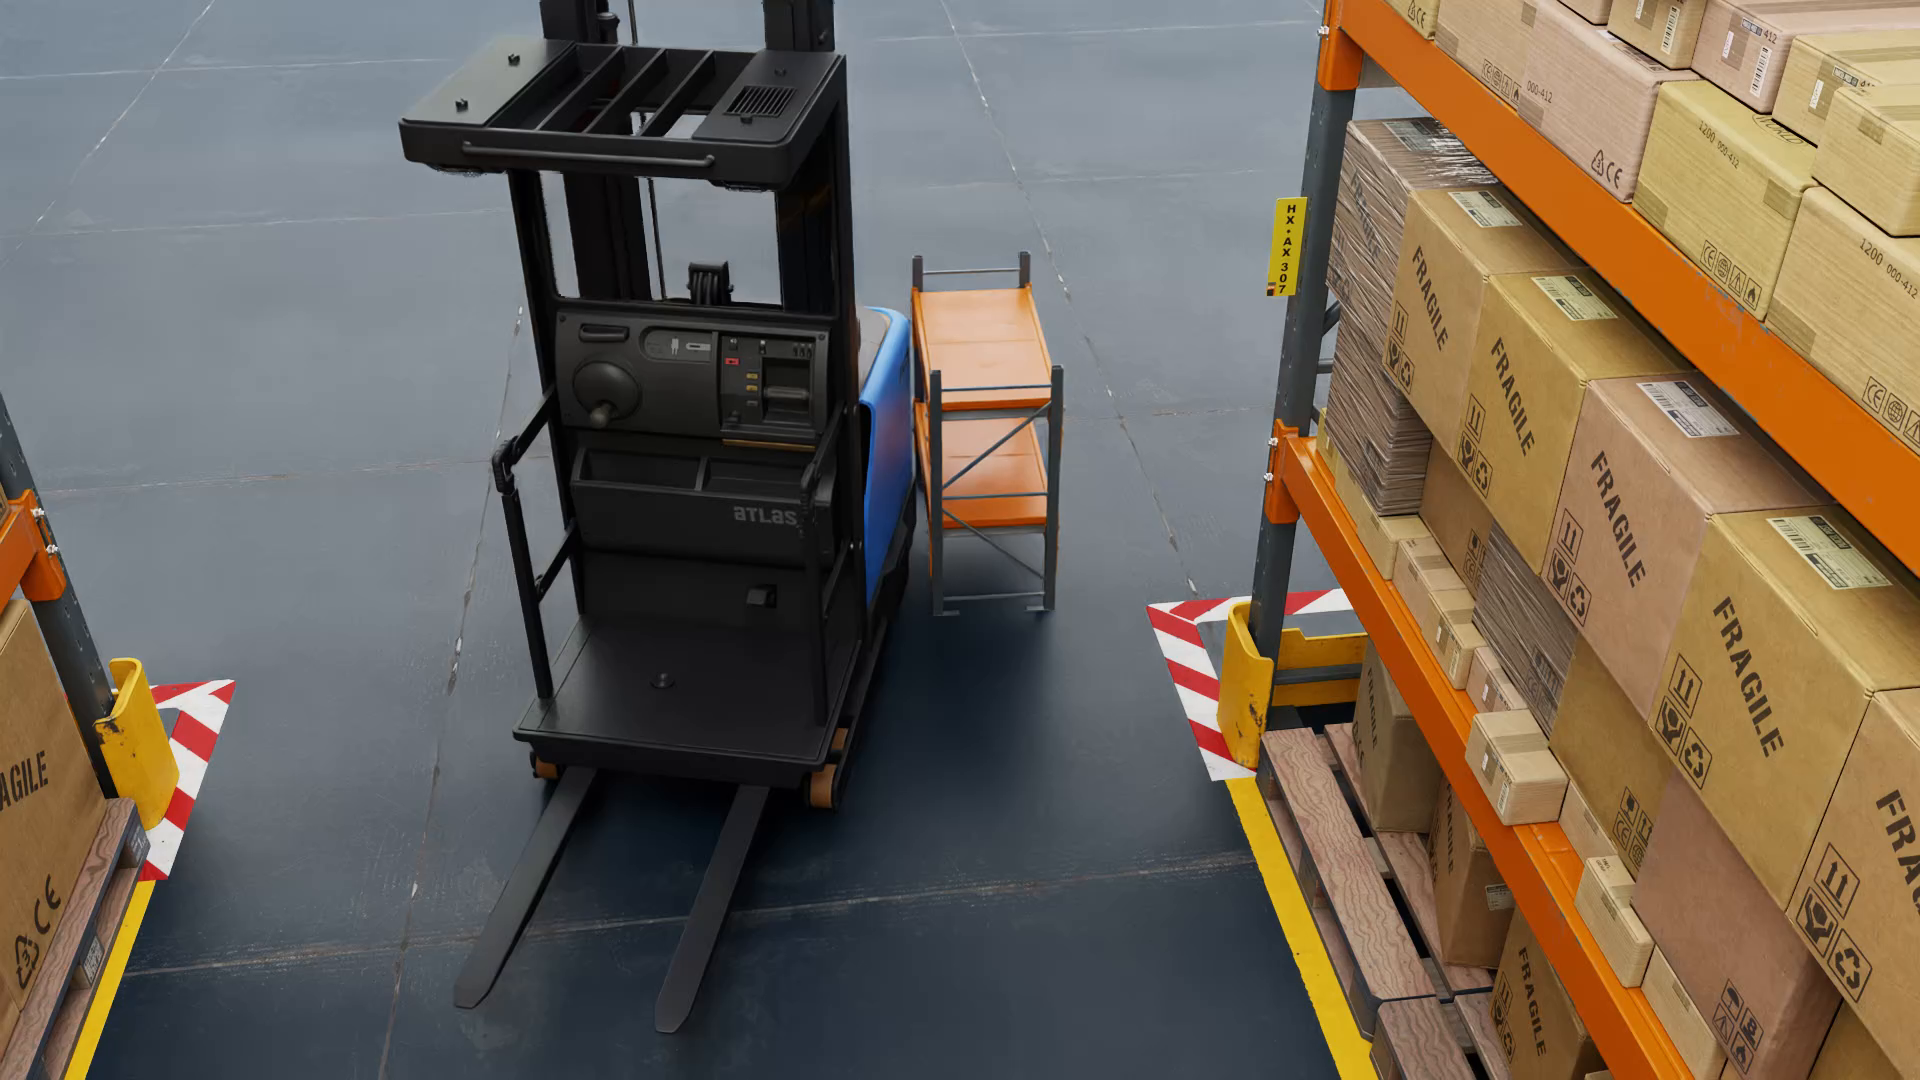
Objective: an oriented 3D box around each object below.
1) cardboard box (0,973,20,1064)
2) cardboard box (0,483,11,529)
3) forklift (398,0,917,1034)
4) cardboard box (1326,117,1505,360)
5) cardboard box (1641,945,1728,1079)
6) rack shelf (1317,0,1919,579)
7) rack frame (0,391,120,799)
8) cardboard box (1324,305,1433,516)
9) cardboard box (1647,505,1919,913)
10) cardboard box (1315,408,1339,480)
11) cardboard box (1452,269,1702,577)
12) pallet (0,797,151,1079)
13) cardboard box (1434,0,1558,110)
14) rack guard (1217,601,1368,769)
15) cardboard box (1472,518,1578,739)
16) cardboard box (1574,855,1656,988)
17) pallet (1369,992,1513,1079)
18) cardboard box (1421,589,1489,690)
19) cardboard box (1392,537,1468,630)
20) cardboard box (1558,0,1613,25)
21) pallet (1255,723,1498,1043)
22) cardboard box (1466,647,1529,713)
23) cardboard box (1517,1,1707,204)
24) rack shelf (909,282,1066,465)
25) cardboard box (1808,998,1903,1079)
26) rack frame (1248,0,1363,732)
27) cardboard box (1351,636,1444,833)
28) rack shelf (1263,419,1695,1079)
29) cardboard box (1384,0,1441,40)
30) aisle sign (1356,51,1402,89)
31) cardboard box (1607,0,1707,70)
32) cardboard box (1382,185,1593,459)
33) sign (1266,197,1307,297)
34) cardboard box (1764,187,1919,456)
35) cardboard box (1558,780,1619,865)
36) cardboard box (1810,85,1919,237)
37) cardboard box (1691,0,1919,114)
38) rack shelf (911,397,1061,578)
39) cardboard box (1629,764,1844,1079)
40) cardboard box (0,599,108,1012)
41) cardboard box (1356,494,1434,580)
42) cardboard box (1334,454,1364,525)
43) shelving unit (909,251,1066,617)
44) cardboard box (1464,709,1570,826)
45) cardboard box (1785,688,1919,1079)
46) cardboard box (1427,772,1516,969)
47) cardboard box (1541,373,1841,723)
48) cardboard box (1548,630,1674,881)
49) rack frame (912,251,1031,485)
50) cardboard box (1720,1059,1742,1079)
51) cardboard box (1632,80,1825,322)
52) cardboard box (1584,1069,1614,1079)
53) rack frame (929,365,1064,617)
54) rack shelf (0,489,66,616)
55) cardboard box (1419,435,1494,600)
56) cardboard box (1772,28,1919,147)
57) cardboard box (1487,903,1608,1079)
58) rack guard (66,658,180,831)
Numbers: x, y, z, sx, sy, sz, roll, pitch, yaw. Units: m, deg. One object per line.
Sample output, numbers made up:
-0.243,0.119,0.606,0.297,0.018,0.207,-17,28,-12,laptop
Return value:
-3.101,1.300,4.193,0.875,0.875,0.875,-5,35,-7,cardboard box
-3.283,-0.127,4.640,0.875,0.550,0.550,-4,35,-6,cardboard box
-0.921,-0.481,5.353,1.130,2.935,3.031,5,35,7,forklift
1.354,-0.838,4.575,0.500,0.500,0.500,-4,35,-6,cardboard box
1.649,0.949,3.417,0.380,0.149,0.250,-4,35,-6,cardboard box
1.820,-0.414,3.170,1.077,0.370,4.000,-4,35,-6,rack shelf
-3.378,-0.269,4.981,1.000,3.000,0.127,-4,35,-6,rack frame
1.597,-0.443,4.884,0.875,0.500,0.500,-4,35,-6,cardboard box
1.620,0.278,2.937,0.500,0.500,0.500,-4,35,-6,cardboard box
1.353,-0.307,5.260,0.380,0.149,0.250,-4,35,-6,cardboard box
1.483,-0.280,3.756,0.500,0.500,0.500,-4,35,-6,cardboard box
-3.193,1.324,5.120,1.003,0.211,1.213,-4,35,-6,pallet
1.435,-1.190,3.802,0.500,0.250,0.500,-5,35,-7,cardboard box
1.561,0.487,6.091,1.175,0.500,0.348,-4,35,-6,rack guard
1.808,0.109,4.074,0.875,0.500,0.500,-4,35,-6,cardboard box
1.581,0.812,3.618,0.380,0.149,0.250,-4,35,-6,cardboard box
1.796,1.742,4.507,1.003,0.211,1.213,-4,35,-6,pallet
1.467,0.252,4.439,0.380,0.149,0.250,-4,35,-6,cardboard box
1.440,0.112,4.645,0.380,0.149,0.250,-4,35,-6,cardboard box
1.448,-1.182,3.437,0.380,0.149,0.250,-4,35,-7,cardboard box
1.635,1.063,5.503,1.003,0.211,1.213,-4,35,-6,pallet
1.527,0.390,4.237,0.380,0.149,0.250,-4,35,-6,cardboard box
1.497,-0.913,3.396,0.500,0.250,0.500,-4,35,-7,cardboard box
0.092,-0.697,6.754,0.538,0.278,1.000,-3,34,-4,rack shelf
2.057,0.942,2.851,0.875,0.500,0.500,-4,35,-6,cardboard box
1.551,-0.588,5.449,1.000,3.000,0.127,-4,35,-6,rack frame
1.618,0.621,5.522,0.500,0.500,0.500,2,34,2,cardboard box
1.820,0.825,4.014,1.077,0.370,4.000,-4,35,-6,rack shelf
1.359,-1.477,4.224,0.500,0.250,0.500,-3,34,-5,cardboard box
1.245,-1.674,4.735,0.394,0.787,0.004,-4,35,-6,aisle sign
1.500,-1.031,3.215,0.380,0.149,0.250,-6,35,-9,cardboard box
1.415,-0.558,4.165,0.500,0.500,0.500,-4,35,-6,cardboard box
1.013,-0.905,5.145,0.100,0.325,0.005,-4,35,-6,sign
1.635,-0.344,2.561,0.500,0.250,0.500,-5,35,-7,cardboard box
1.623,0.667,3.831,0.380,0.149,0.250,-4,35,-6,cardboard box
1.576,-0.593,2.572,0.380,0.149,0.250,-3,34,-4,cardboard box
1.579,-0.895,3.016,0.380,0.149,0.250,-5,35,-7,cardboard box
0.092,-0.253,7.056,0.538,0.278,1.000,-3,34,-4,rack shelf
1.890,0.671,3.249,0.875,0.500,0.500,-4,35,-6,cardboard box
-3.221,0.809,4.913,0.875,0.875,0.875,-4,34,-6,cardboard box
1.386,-0.026,4.847,0.380,0.149,0.250,-4,35,-6,cardboard box
1.367,-0.166,5.053,0.380,0.149,0.250,-4,35,-6,cardboard box
0.092,-0.455,6.919,0.538,1.125,1.048,-3,34,-4,shelving unit
1.458,0.537,4.021,0.380,0.149,0.250,-4,35,-6,cardboard box
1.687,0.557,2.528,0.500,0.500,0.500,-4,35,-6,cardboard box
1.732,0.952,5.036,0.500,0.500,0.500,4,35,6,cardboard box
1.557,-0.001,3.347,0.500,0.500,0.500,-4,35,-6,cardboard box
1.864,0.389,3.663,0.875,0.500,0.500,-4,35,-6,cardboard box
0.048,-0.740,7.337,0.500,1.125,0.032,-3,34,-4,rack frame
1.723,1.085,3.217,0.380,0.149,0.250,-4,35,-6,cardboard box
1.572,-0.623,2.970,0.500,0.250,0.500,-3,34,-5,cardboard box
1.828,1.618,4.059,0.500,0.500,0.500,-7,35,-11,cardboard box
0.137,-0.170,6.500,0.500,1.125,0.032,-3,34,-4,rack frame
-3.109,1.144,3.546,1.077,0.370,4.000,-4,35,-6,rack shelf
1.783,-0.173,4.488,0.875,0.500,0.500,-4,35,-6,cardboard box
1.627,-0.750,2.802,0.380,0.149,0.250,-6,35,-8,cardboard box
1.798,1.303,4.521,0.500,0.500,0.500,-1,34,-2,cardboard box
-3.381,0.751,5.705,1.175,0.500,0.348,-4,35,-6,rack guard
